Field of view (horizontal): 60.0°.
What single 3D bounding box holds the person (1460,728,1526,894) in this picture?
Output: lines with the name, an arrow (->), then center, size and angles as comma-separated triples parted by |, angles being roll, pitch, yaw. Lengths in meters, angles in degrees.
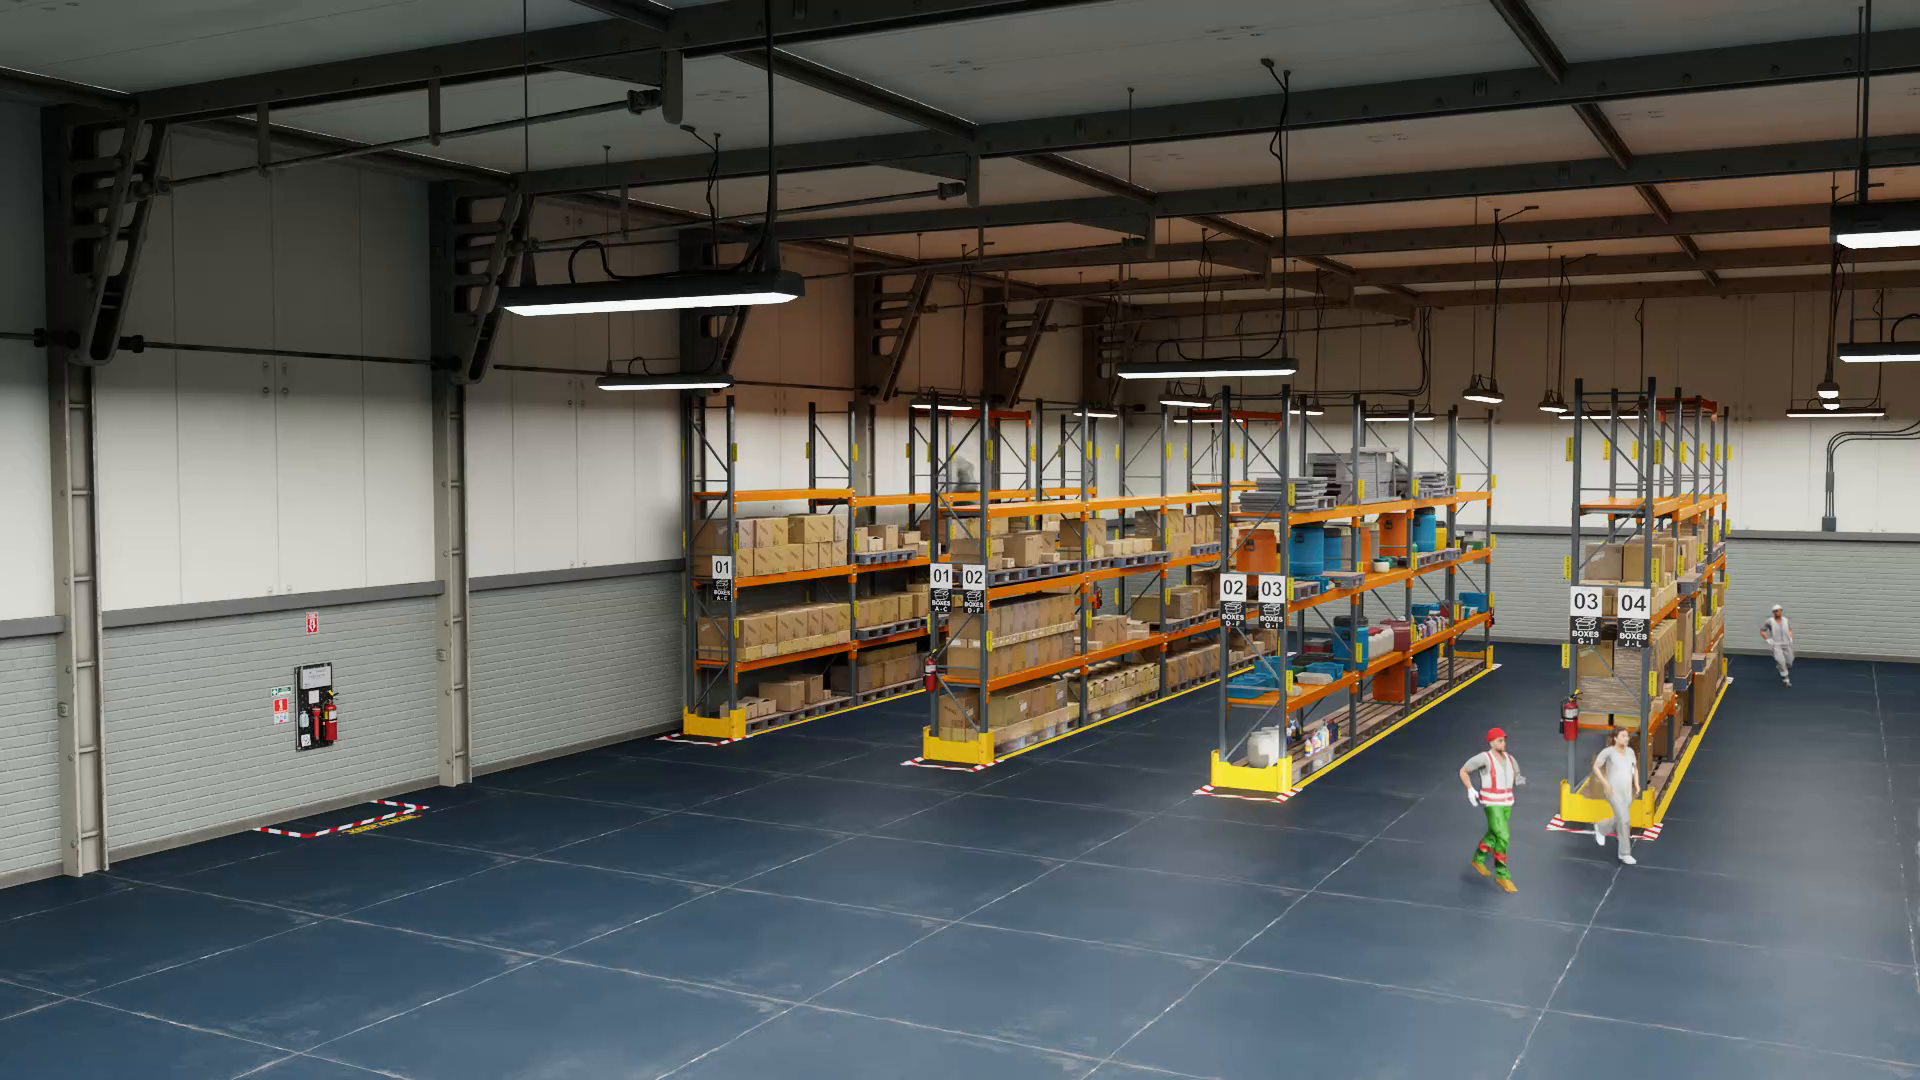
person -> 6.179, 3.082, 19.200 | 0.654, 1.833, 0.835 | -2, 3, -29

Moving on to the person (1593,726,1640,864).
person -> 8.088, 3.106, 20.551 | 0.556, 1.651, 0.819 | -1, 3, -19

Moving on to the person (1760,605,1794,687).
person -> 17.565, 2.259, 35.733 | 0.656, 1.737, 0.793 | 0, 3, 7
